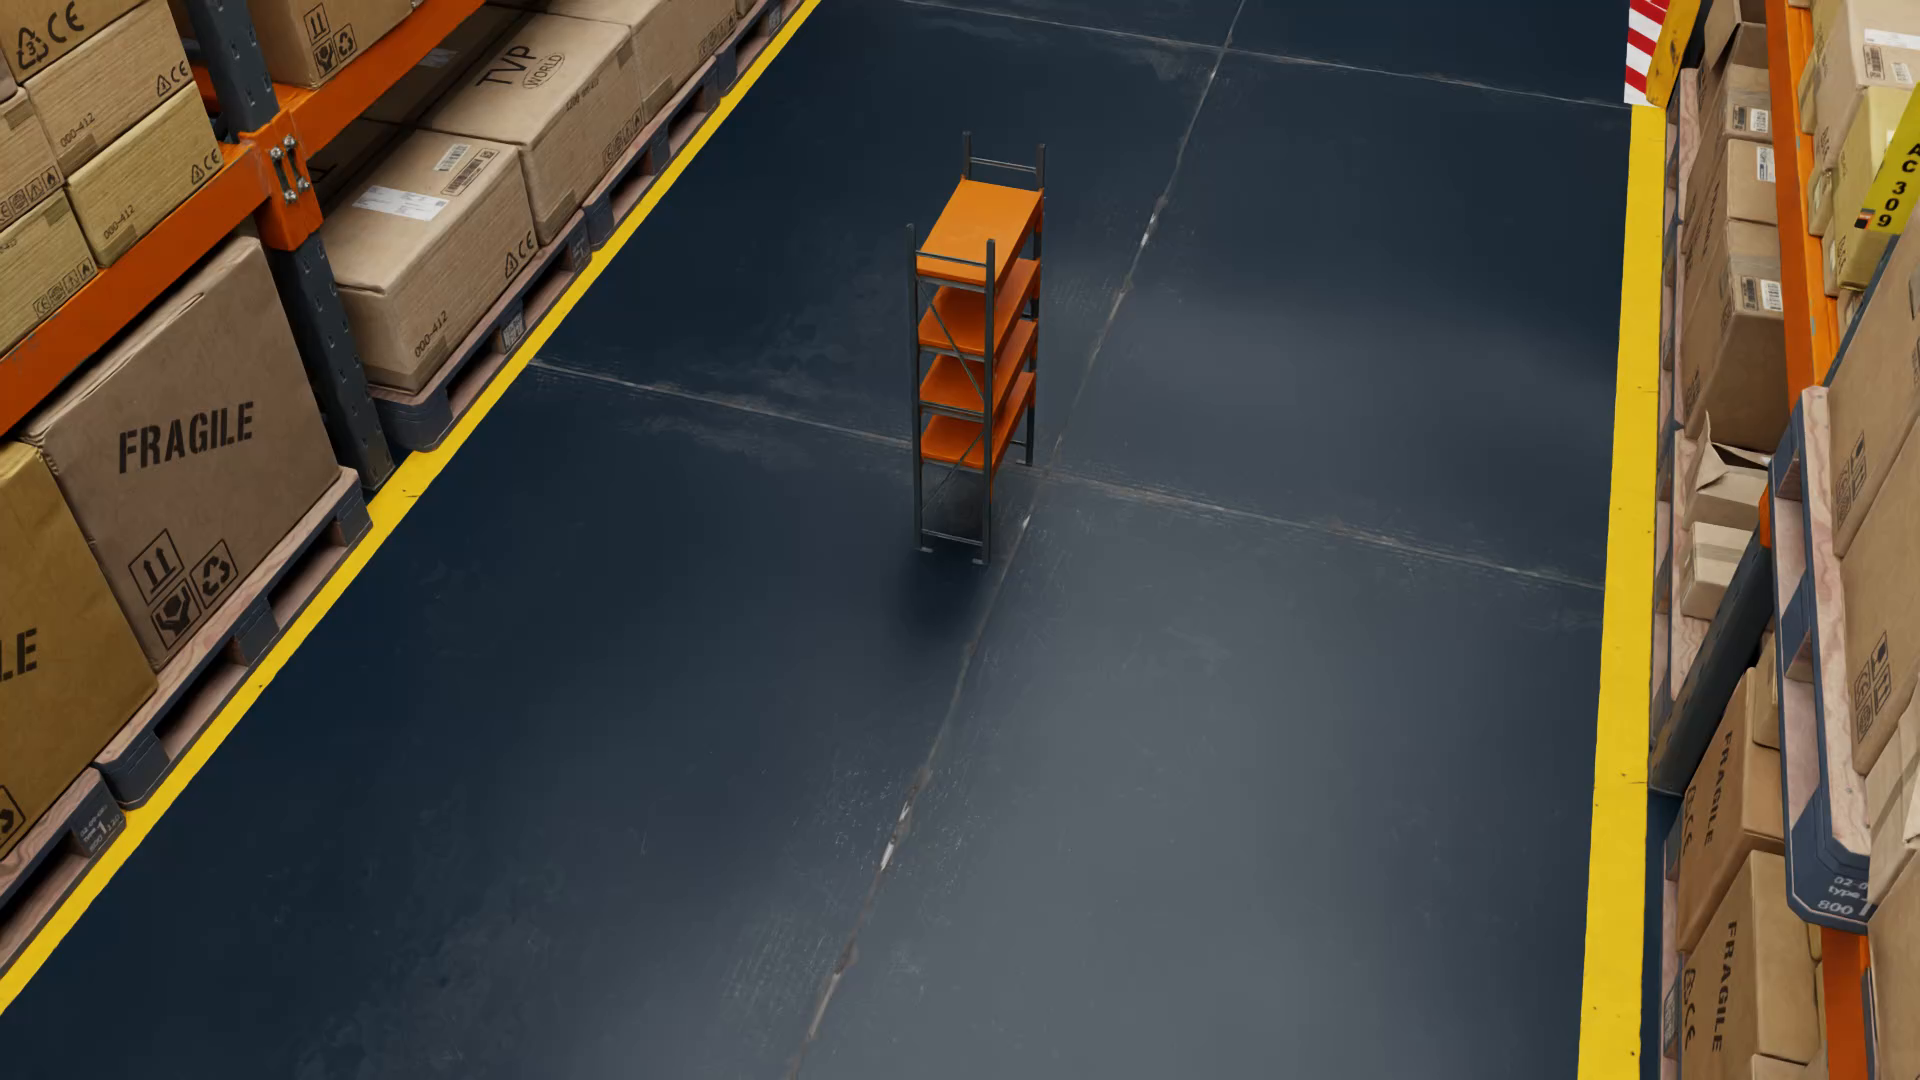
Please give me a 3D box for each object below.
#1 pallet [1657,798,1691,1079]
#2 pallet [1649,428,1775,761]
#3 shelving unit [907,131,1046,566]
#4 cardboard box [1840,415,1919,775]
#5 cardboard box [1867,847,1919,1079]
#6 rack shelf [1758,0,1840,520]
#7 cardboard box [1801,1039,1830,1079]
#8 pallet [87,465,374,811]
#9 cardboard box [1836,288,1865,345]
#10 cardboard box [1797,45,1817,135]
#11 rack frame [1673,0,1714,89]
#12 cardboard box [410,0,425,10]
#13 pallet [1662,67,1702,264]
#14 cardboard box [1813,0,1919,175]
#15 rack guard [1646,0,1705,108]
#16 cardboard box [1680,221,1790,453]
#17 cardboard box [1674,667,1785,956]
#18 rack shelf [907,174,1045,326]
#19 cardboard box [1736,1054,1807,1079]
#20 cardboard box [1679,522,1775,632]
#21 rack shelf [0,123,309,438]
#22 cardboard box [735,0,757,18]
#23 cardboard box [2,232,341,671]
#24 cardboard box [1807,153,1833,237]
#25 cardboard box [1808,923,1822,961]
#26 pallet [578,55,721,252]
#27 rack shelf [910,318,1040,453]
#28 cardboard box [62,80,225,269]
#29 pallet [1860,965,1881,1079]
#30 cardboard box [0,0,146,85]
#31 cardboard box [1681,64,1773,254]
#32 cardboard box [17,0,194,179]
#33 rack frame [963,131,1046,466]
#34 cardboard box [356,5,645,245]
[{"bbox_3d":[2.166,1.226,3.847,1.003,0.211,1.213,13,46,13],"label":"pallet"},{"bbox_3d":[2.585,0.218,4.876,1.003,0.211,1.213,13,46,13],"label":"pallet"},{"bbox_3d":[0.050,-0.539,4.943,0.258,1.200,0.503,13,46,13],"label":"shelving unit"},{"bbox_3d":[1.859,0.113,2.618,0.700,0.500,0.500,13,46,13],"label":"cardboard box"},{"bbox_3d":[1.622,0.636,2.083,0.700,0.500,0.500,12,46,12],"label":"cardboard box"},{"bbox_3d":[2.982,-1.397,5.047,1.077,0.370,4.000,13,46,13],"label":"rack shelf"},{"bbox_3d":[1.755,1.092,3.013,0.380,0.149,0.250,12,46,12],"label":"cardboard box"},{"bbox_3d":[-2.518,0.157,4.939,1.003,0.211,1.213,13,46,13],"label":"pallet"},{"bbox_3d":[2.232,-0.497,3.793,0.380,0.149,0.250,13,46,13],"label":"cardboard box"},{"bbox_3d":[2.501,-1.199,4.510,0.380,0.149,0.250,12,46,12],"label":"cardboard box"},{"bbox_3d":[3.587,-2.987,6.158,1.000,3.000,0.127,13,46,13],"label":"rack frame"},{"bbox_3d":[-1.808,-1.998,5.075,0.500,0.500,0.500,13,46,13],"label":"cardboard box"},{"bbox_3d":[3.324,-1.408,6.539,1.003,0.211,1.213,13,46,13],"label":"pallet"},{"bbox_3d":[2.435,-1.102,4.126,0.500,0.250,0.500,13,46,13],"label":"cardboard box"},{"bbox_3d":[3.564,-2.043,6.981,1.175,0.500,0.348,13,46,13],"label":"rack guard"},{"bbox_3d":[2.701,-0.603,5.209,0.700,0.500,0.500,11,45,11],"label":"cardboard box"},{"bbox_3d":[2.015,0.697,3.880,0.500,0.500,0.500,14,46,14],"label":"cardboard box"},{"bbox_3d":[0.050,-0.820,4.668,0.258,0.148,0.480,13,46,13],"label":"rack shelf"},{"bbox_3d":[1.708,1.386,3.176,0.500,0.500,0.500,11,45,11],"label":"cardboard box"},{"bbox_3d":[2.265,0.114,4.727,0.380,0.149,0.250,11,45,11],"label":"cardboard box"},{"bbox_3d":[-2.961,0.220,3.395,1.077,0.370,4.000,13,46,13],"label":"rack shelf"},{"bbox_3d":[-1.249,-2.810,7.508,0.875,0.438,0.875,11,45,11],"label":"cardboard box"},{"bbox_3d":[-2.467,-0.331,4.662,0.875,0.875,0.875,14,46,14],"label":"cardboard box"},{"bbox_3d":[2.346,-0.854,4.158,0.380,0.149,0.250,14,46,14],"label":"cardboard box"},{"bbox_3d":[1.937,0.748,3.365,0.380,0.149,0.250,10,45,10],"label":"cardboard box"},{"bbox_3d":[-1.683,-1.680,6.815,1.003,0.211,1.213,13,46,12],"label":"pallet"},{"bbox_3d":[0.050,-0.491,4.990,0.258,0.148,0.480,13,46,13],"label":"rack shelf"},{"bbox_3d":[-2.251,-0.964,4.198,0.500,0.250,0.500,12,46,12],"label":"cardboard box"},{"bbox_3d":[1.749,1.116,2.102,1.003,0.211,1.213,13,46,13],"label":"pallet"},{"bbox_3d":[-2.252,-1.412,3.762,0.500,0.500,0.500,14,46,14],"label":"cardboard box"},{"bbox_3d":[3.016,-1.295,5.916,0.700,0.500,0.500,14,46,14],"label":"cardboard box"},{"bbox_3d":[-2.258,-1.150,4.030,0.500,0.250,0.500,12,46,12],"label":"cardboard box"},{"bbox_3d":[0.124,-0.702,5.109,0.240,1.200,0.015,13,46,13],"label":"rack frame"},{"bbox_3d":[-1.793,-1.597,6.269,0.875,0.438,0.875,11,45,11],"label":"cardboard box"}]
